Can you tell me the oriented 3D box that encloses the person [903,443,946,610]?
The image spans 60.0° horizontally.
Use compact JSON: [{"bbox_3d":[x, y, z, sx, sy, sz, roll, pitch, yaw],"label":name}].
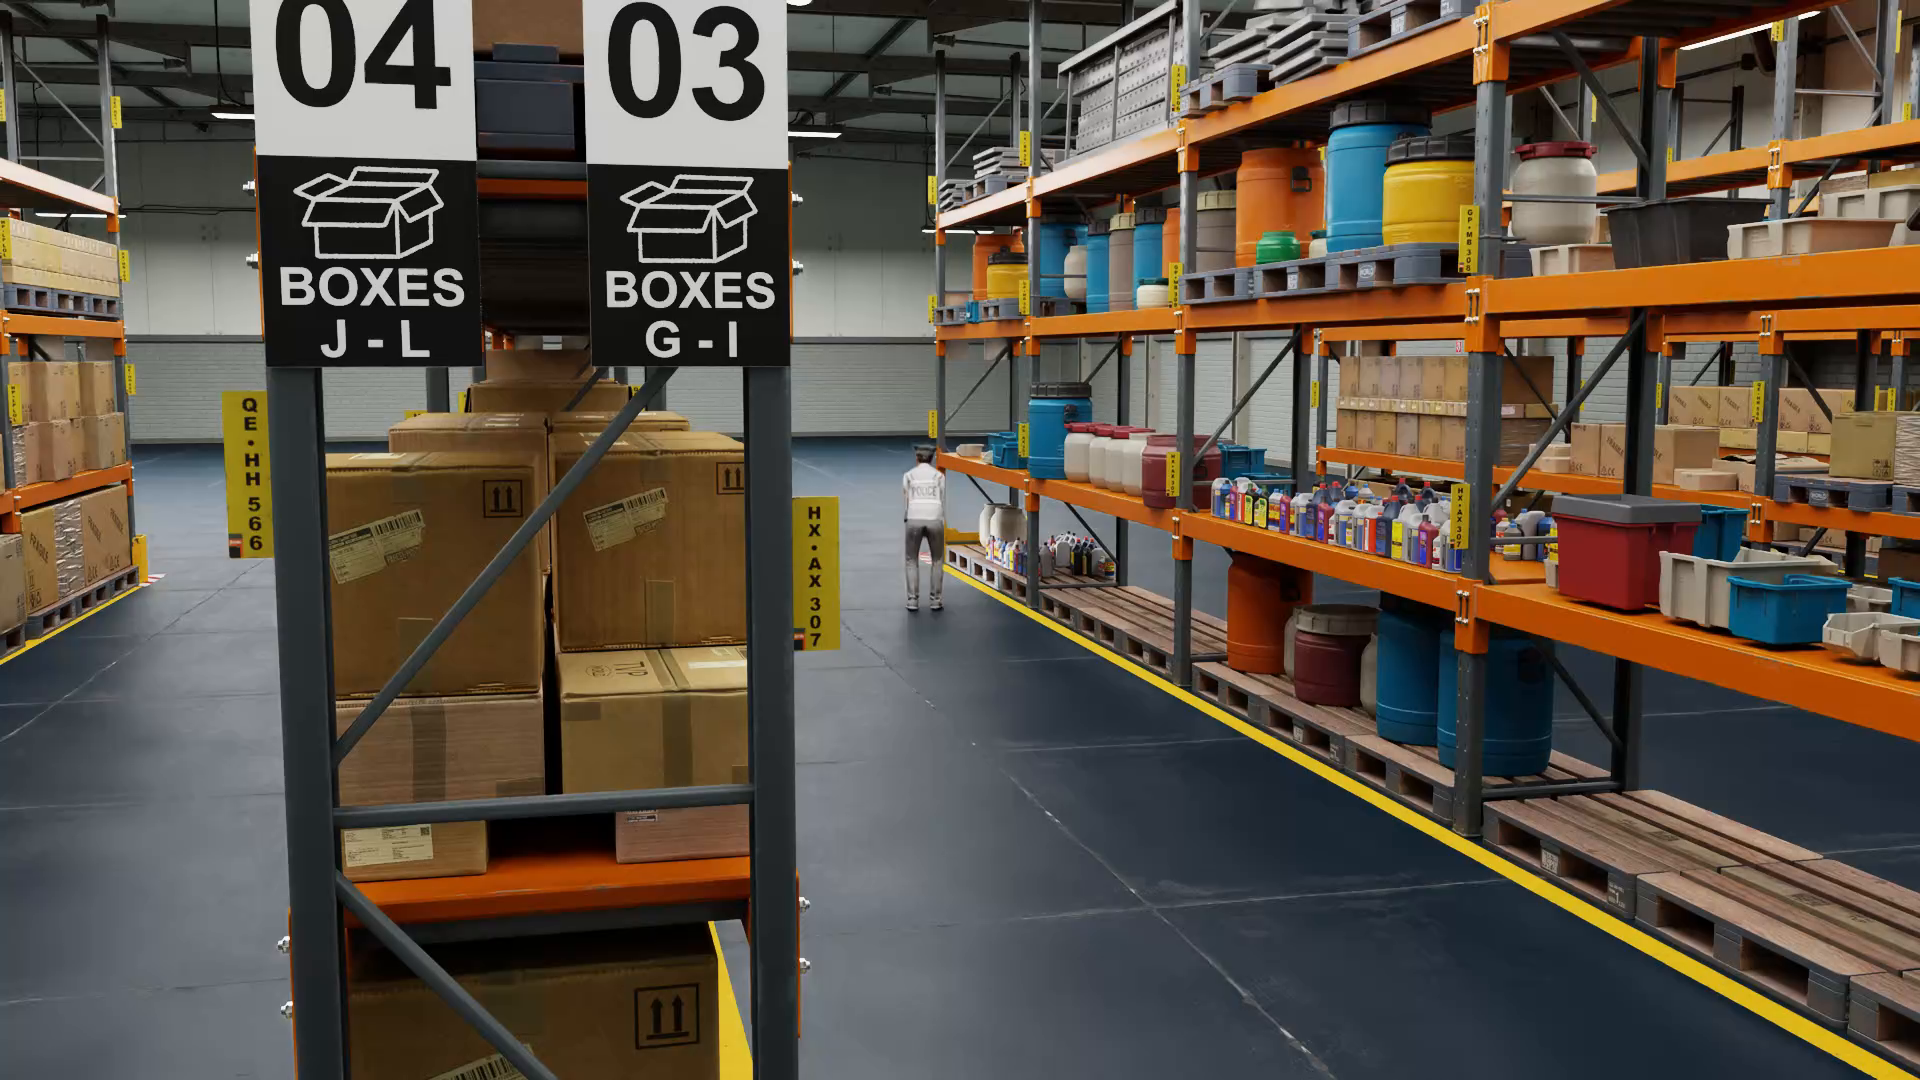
[{"bbox_3d":[-0.346,-0.131,16.166,0.411,1.611,0.581,0,6,1],"label":"person"}]
